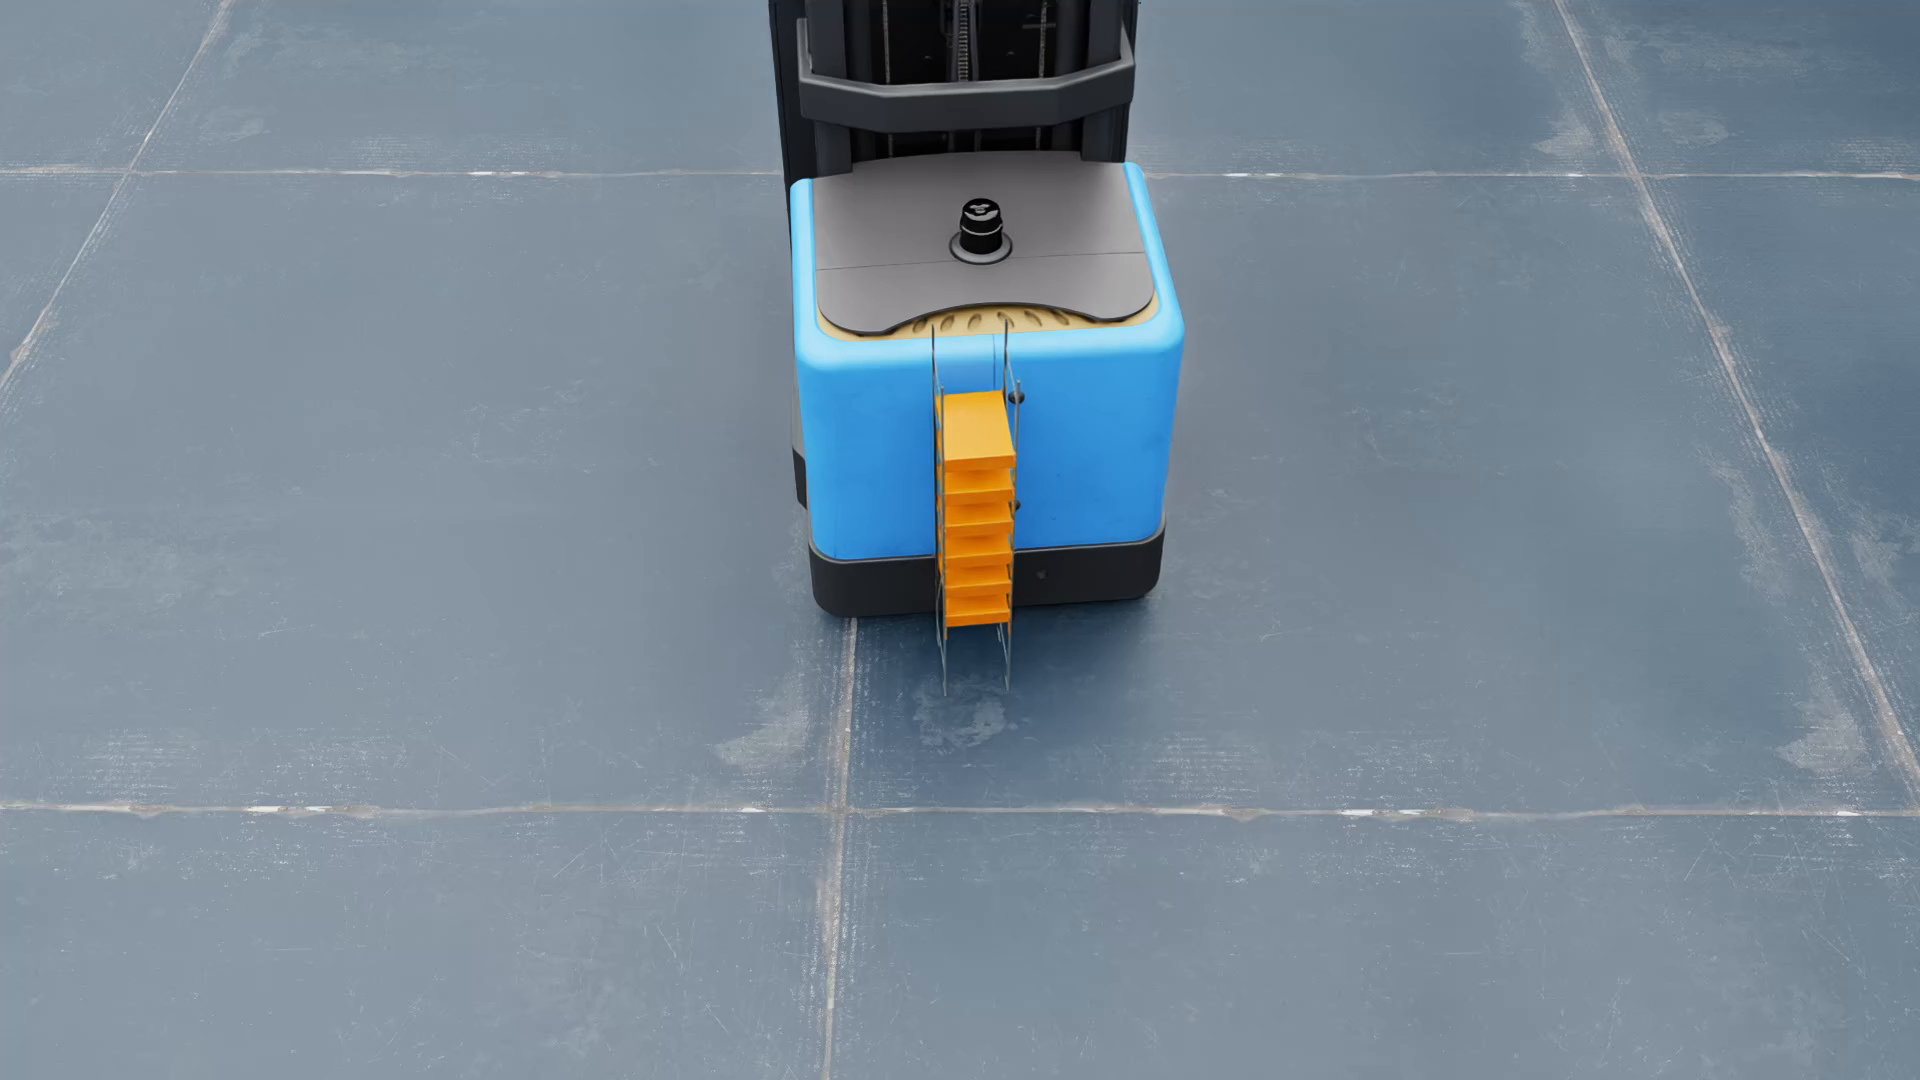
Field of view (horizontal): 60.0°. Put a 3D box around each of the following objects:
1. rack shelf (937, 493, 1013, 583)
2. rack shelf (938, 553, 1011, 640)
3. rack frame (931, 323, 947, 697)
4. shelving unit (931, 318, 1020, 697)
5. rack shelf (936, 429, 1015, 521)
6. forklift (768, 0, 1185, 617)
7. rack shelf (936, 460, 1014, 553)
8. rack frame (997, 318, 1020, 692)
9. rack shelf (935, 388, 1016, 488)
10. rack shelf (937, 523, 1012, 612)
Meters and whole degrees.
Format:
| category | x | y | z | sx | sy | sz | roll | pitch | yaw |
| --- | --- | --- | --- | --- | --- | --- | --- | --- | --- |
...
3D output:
| category | x | y | z | sx | sy | sz | roll | pitch | yaw |
| --- | --- | --- | --- | --- | --- | --- | --- | --- | --- |
| rack shelf | 0.036 | -0.017 | 4.507 | 0.180 | 0.103 | 0.258 | -5 | 47 | -4 |
| rack shelf | 0.036 | 0.147 | 4.682 | 0.180 | 0.103 | 0.258 | -5 | 47 | -4 |
| rack frame | -0.055 | -0.040 | 4.467 | 0.006 | 1.200 | 0.240 | -5 | 47 | -4 |
| shelving unit | 0.036 | -0.047 | 4.474 | 0.189 | 1.200 | 0.258 | -5 | 47 | -4 |
| rack shelf | 0.036 | -0.180 | 4.331 | 0.180 | 0.103 | 0.258 | -5 | 47 | -4 |
| forklift | -0.040 | -1.851 | 4.970 | 1.130 | 2.935 | 3.031 | -4 | 47 | -3 |
| rack shelf | 0.036 | -0.098 | 4.419 | 0.180 | 0.103 | 0.258 | -5 | 47 | -4 |
| rack frame | 0.127 | -0.054 | 4.481 | 0.006 | 1.200 | 0.240 | -5 | 47 | -4 |
| rack shelf | 0.036 | -0.262 | 4.243 | 0.180 | 0.103 | 0.258 | -5 | 47 | -4 |
| rack shelf | 0.036 | 0.065 | 4.594 | 0.180 | 0.103 | 0.258 | -5 | 47 | -4 |
